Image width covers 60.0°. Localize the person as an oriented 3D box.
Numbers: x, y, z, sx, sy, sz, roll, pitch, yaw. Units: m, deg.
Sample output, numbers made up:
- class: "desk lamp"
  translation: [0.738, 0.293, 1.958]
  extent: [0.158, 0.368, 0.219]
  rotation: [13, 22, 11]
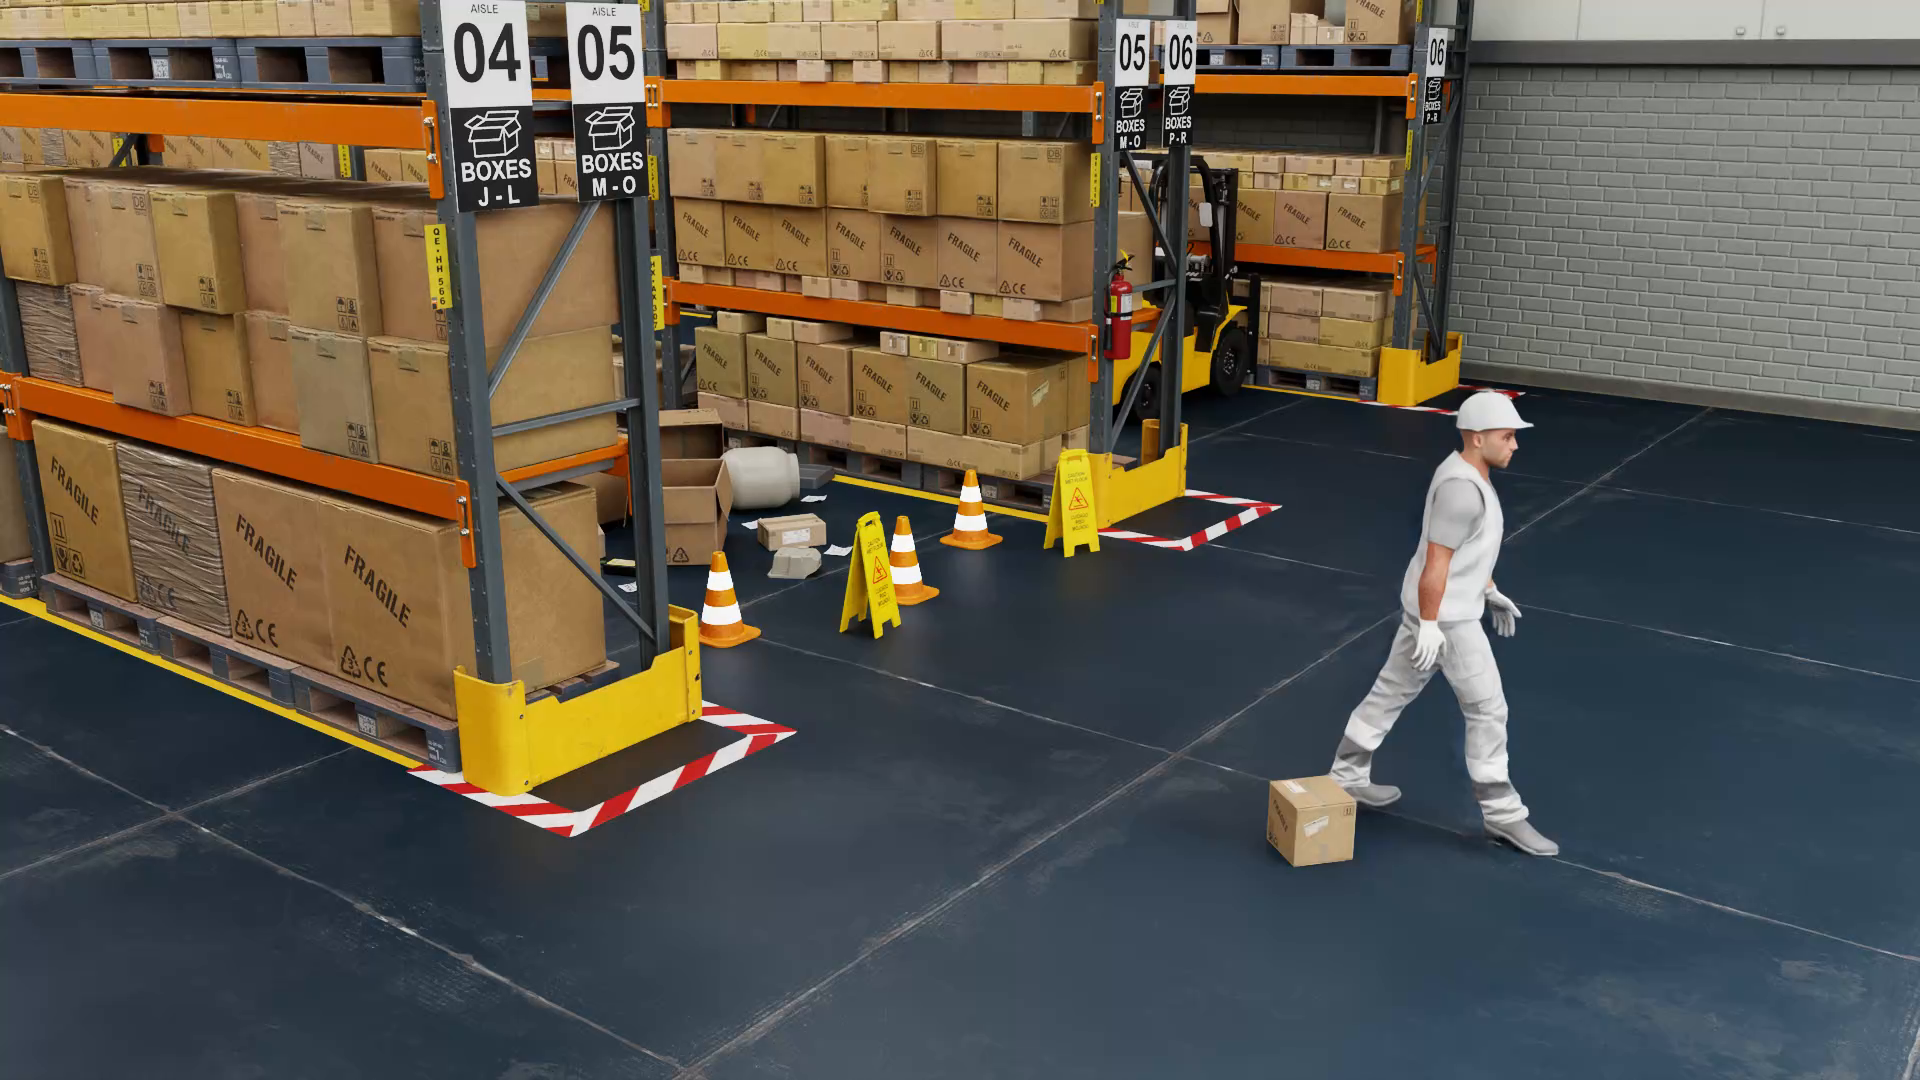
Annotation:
- class: "person"
  translation: [1.934, 0.305, 6.479]
  extent: [0.895, 1.788, 0.568]
  rotation: [4, 17, 12]
